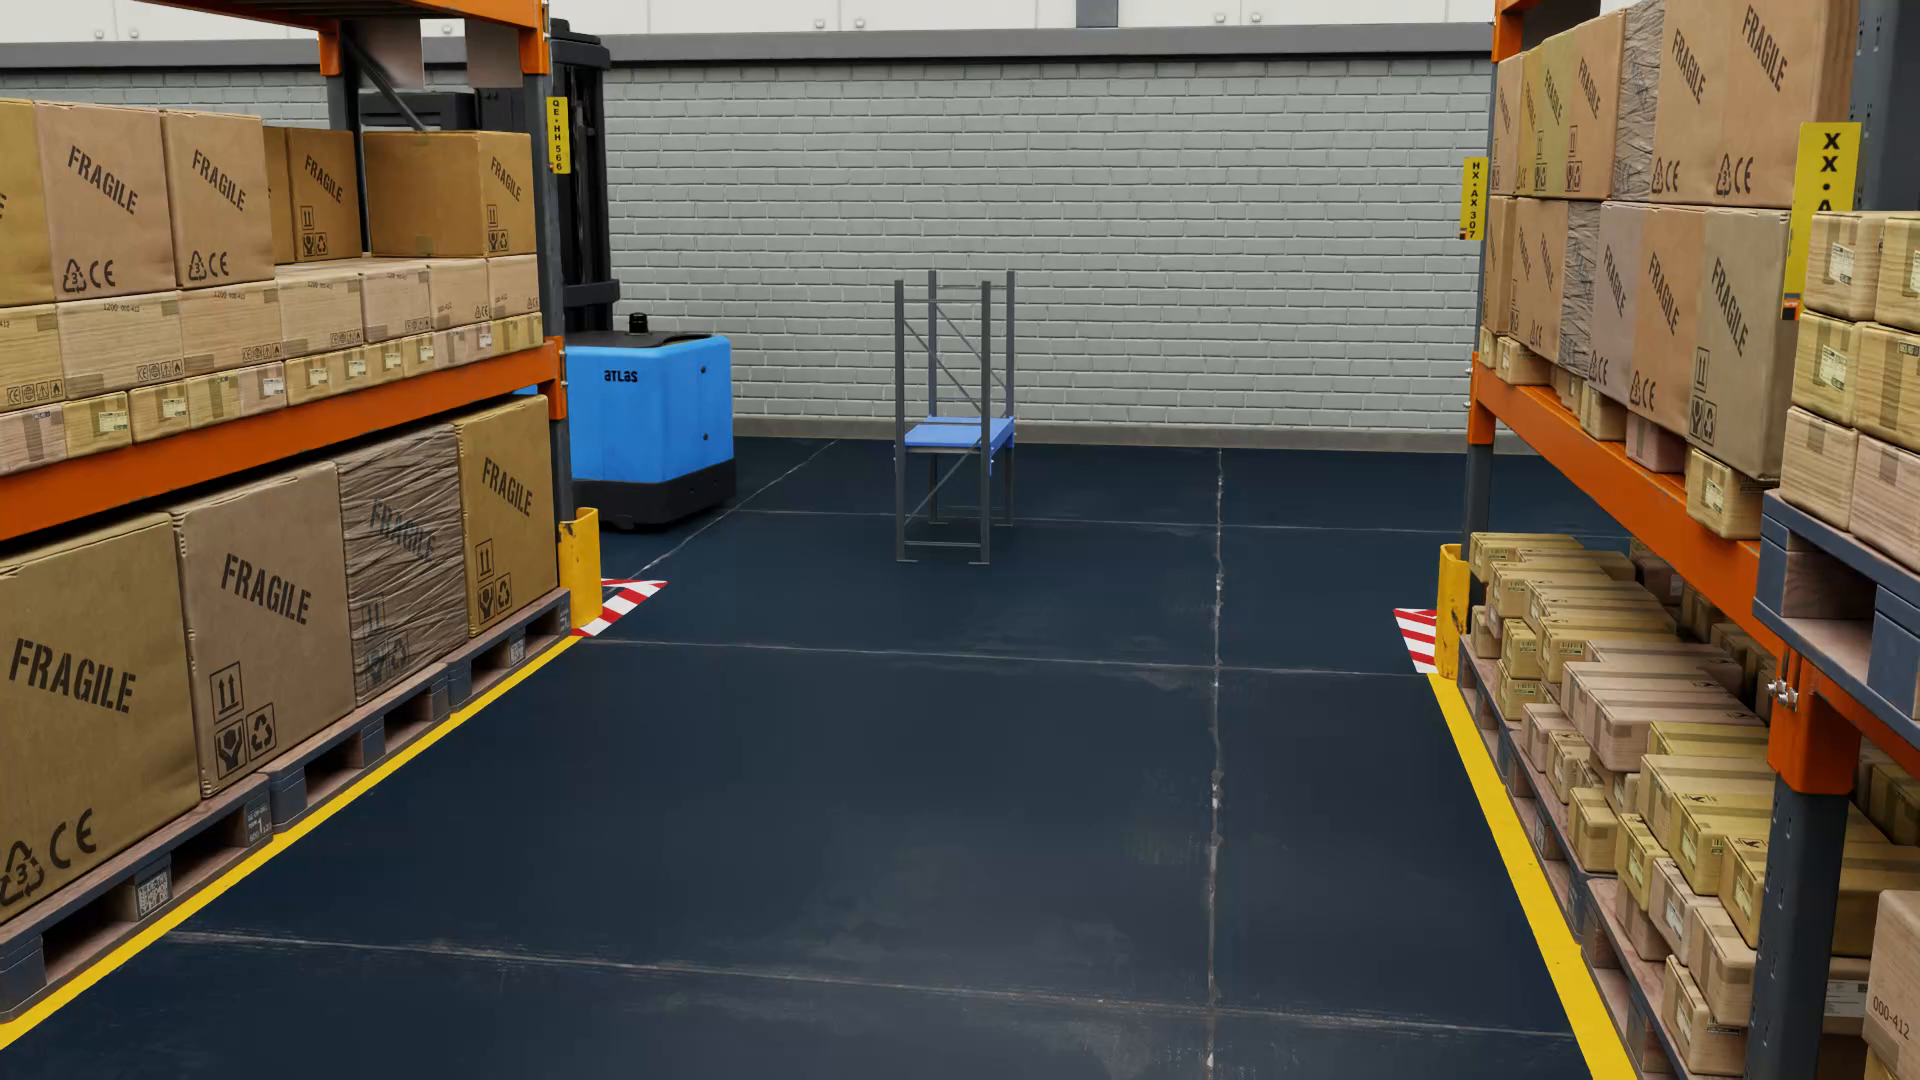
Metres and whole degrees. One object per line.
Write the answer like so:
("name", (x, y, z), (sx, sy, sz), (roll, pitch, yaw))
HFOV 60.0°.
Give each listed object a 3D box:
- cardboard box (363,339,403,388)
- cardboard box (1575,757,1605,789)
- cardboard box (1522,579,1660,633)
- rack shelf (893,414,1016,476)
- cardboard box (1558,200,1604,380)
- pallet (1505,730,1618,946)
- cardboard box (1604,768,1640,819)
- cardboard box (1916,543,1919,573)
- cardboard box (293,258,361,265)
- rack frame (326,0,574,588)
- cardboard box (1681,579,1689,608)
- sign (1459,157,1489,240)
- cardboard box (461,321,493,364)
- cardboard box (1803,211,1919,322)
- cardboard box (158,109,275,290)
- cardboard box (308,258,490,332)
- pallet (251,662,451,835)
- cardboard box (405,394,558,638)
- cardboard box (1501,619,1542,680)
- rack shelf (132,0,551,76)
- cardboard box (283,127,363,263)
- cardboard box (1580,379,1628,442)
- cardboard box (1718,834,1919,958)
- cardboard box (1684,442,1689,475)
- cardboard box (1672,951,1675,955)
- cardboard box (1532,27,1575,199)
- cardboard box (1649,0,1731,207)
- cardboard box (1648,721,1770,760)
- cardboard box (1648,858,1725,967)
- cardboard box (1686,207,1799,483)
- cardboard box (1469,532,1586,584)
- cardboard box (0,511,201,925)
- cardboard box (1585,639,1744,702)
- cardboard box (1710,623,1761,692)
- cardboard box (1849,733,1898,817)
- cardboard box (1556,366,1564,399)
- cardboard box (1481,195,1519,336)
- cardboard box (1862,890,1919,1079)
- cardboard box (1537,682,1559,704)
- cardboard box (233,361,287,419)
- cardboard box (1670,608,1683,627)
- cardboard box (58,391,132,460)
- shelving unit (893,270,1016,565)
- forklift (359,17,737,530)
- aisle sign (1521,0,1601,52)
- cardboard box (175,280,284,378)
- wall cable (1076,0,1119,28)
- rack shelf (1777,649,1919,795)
("cardboard box", (-2.215, -0.631, 5.900), (0.380, 0.149, 0.250), (2, 12, 9))
("cardboard box", (1.969, 0.737, 4.725), (0.380, 0.149, 0.250), (2, 12, 10))
("cardboard box", (2.133, 0.235, 5.639), (0.380, 0.149, 0.250), (1, 12, 6))
("rack shelf", (-0.013, -0.540, 9.291), (0.538, 0.185, 1.000), (2, 12, 9))
("cardboard box", (2.036, -0.714, 4.741), (0.500, 0.500, 0.500), (2, 12, 7))
("pallet", (2.233, 0.876, 4.927), (1.003, 0.211, 1.213), (2, 12, 9))
("cardboard box", (1.923, 0.660, 4.375), (0.380, 0.149, 0.250), (2, 12, 10))
("cardboard box", (1.386, 0.003, 1.958), (0.380, 0.149, 0.250), (2, 12, 9))
("cardboard box", (-2.704, -0.978, 6.562), (0.500, 0.250, 0.500), (2, 12, 8))
("rack frame", (-2.290, -1.106, 7.504), (1.000, 3.000, 0.127), (2, 12, 9))
("cardboard box", (2.754, 0.200, 5.801), (0.380, 0.149, 0.250), (2, 12, 7))
("sign", (2.059, -1.365, 6.651), (0.100, 0.325, 0.005), (2, 12, 9))
("cardboard box", (-2.098, -0.791, 6.642), (0.380, 0.149, 0.250), (2, 12, 9))
("cardboard box", (1.465, -0.398, 2.405), (0.380, 0.149, 0.250), (3, 12, 12))
("cardboard box", (-2.421, -1.014, 4.948), (0.500, 0.500, 0.500), (1, 12, 7))
("cardboard box", (-2.181, -0.963, 6.491), (0.500, 0.250, 0.500), (2, 12, 8))
("pallet", (-2.526, 0.680, 5.839), (1.003, 0.211, 1.213), (2, 12, 9))
("cardboard box", (-2.310, -0.137, 7.054), (0.875, 0.875, 0.875), (2, 12, 9))
("cardboard box", (2.066, 0.379, 5.681), (0.380, 0.149, 0.250), (2, 12, 10))
("rack shelf", (-2.598, -1.804, 5.332), (1.077, 0.370, 4.000), (2, 12, 9))
("cardboard box", (-2.708, -1.349, 6.504), (0.500, 0.500, 0.500), (2, 12, 7))
("cardboard box", (1.962, -0.363, 4.656), (0.380, 0.149, 0.250), (2, 12, 10))
("cardboard box", (1.777, 0.724, 3.373), (0.380, 0.149, 0.250), (2, 12, 10))
("cardboard box", (1.932, -0.198, 3.888), (0.380, 0.149, 0.250), (2, 12, 7))
("cardboard box", (1.826, 0.953, 3.722), (0.380, 0.149, 0.250), (2, 12, 10))
("cardboard box", (2.090, -1.309, 5.132), (0.500, 0.500, 0.500), (2, 12, 7))
("cardboard box", (1.859, -0.989, 3.645), (0.500, 0.500, 0.500), (1, 12, 7))
("cardboard box", (1.926, 0.566, 4.107), (0.380, 0.149, 0.250), (2, 12, 11))
("cardboard box", (1.743, 0.819, 3.637), (0.380, 0.149, 0.250), (1, 12, 6))
("cardboard box", (1.775, -0.395, 3.265), (0.500, 0.500, 0.500), (2, 12, 9))
("cardboard box", (2.179, 0.072, 6.399), (0.380, 0.149, 0.250), (1, 12, 6))
("cardboard box", (-2.725, 0.426, 4.446), (0.875, 0.875, 0.875), (2, 12, 9))
("cardboard box", (2.052, 0.402, 4.868), (0.380, 0.149, 0.250), (2, 12, 9))
("cardboard box", (2.515, 0.361, 5.055), (0.380, 0.149, 0.250), (1, 12, 7))
("cardboard box", (2.346, 0.577, 4.056), (0.380, 0.149, 0.250), (2, 12, 7))
("cardboard box", (2.158, -0.522, 5.390), (0.380, 0.149, 0.250), (2, 12, 8))
("cardboard box", (2.253, -1.034, 6.227), (0.500, 0.500, 0.500), (2, 12, 11))
("cardboard box", (1.605, 0.704, 2.263), (0.500, 0.250, 0.500), (1, 12, 6))
("cardboard box", (2.115, 0.578, 5.462), (0.380, 0.149, 0.250), (2, 12, 9))
("cardboard box", (-2.333, -0.471, 5.155), (0.380, 0.149, 0.250), (2, 12, 9))
("cardboard box", (2.718, 0.346, 5.831), (0.380, 0.149, 0.250), (1, 12, 6))
("cardboard box", (-2.451, -0.311, 4.411), (0.380, 0.149, 0.250), (2, 12, 11))
("shelving unit", (-0.013, -0.715, 9.253), (0.538, 1.500, 1.048), (2, 12, 9))
("forklift", (-2.975, -1.655, 10.214), (3.031, 2.935, 1.130), (4, 13, 18))
("aisle sign", (2.310, -2.220, 6.503), (0.394, 0.787, 0.004), (2, 12, 9))
("cardboard box", (-2.419, -0.646, 5.020), (0.500, 0.250, 0.500), (2, 12, 10))
("wall cable", (1.985, -6.676, 11.477), (2.277, 5.999, 0.120), (2, 12, 9))
("rack shelf", (1.672, 0.677, 0.941), (1.077, 0.370, 4.000), (2, 12, 9))
